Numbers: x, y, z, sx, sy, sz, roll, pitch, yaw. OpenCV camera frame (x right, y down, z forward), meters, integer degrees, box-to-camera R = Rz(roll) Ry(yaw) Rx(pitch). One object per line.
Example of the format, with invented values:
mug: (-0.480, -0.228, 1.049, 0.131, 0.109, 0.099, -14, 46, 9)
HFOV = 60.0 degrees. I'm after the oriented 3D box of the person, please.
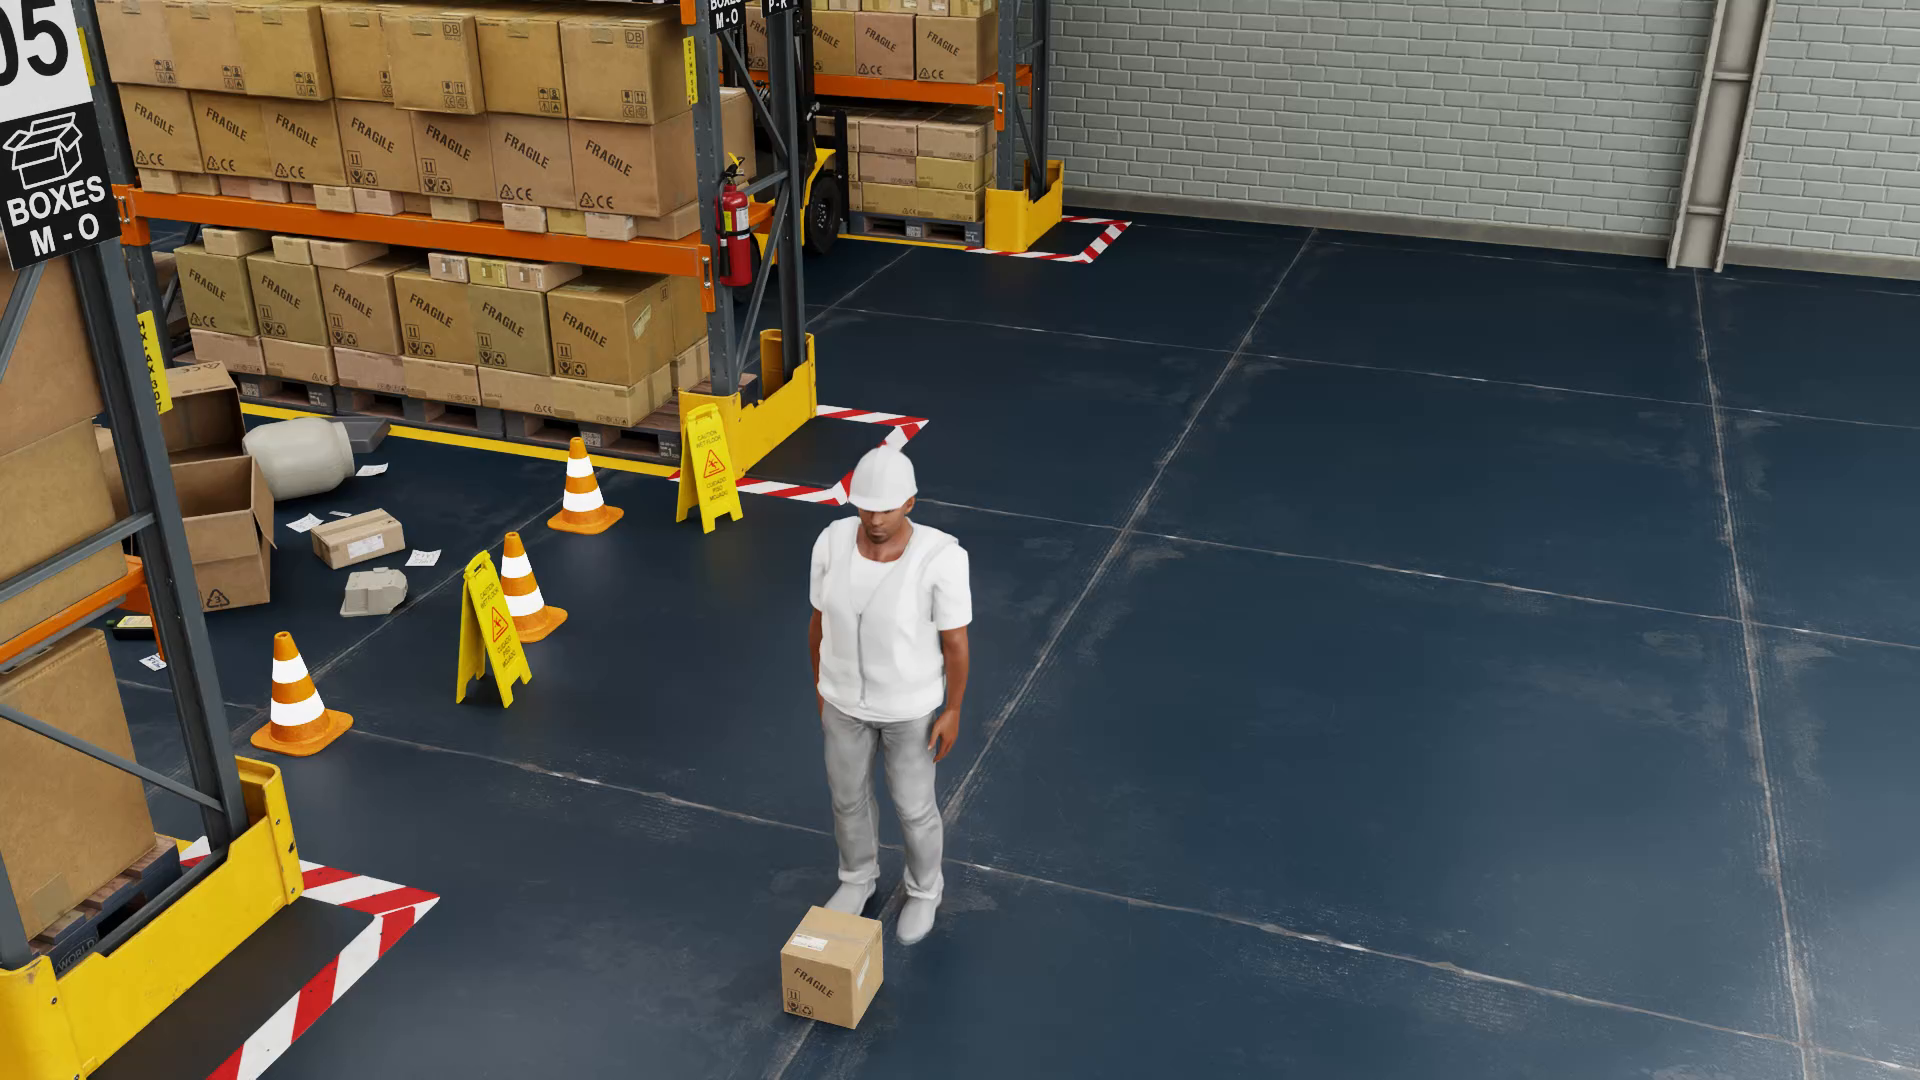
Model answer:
person: (-0.246, 0.527, 5.502, 0.564, 1.775, 0.362, 9, 27, 19)
